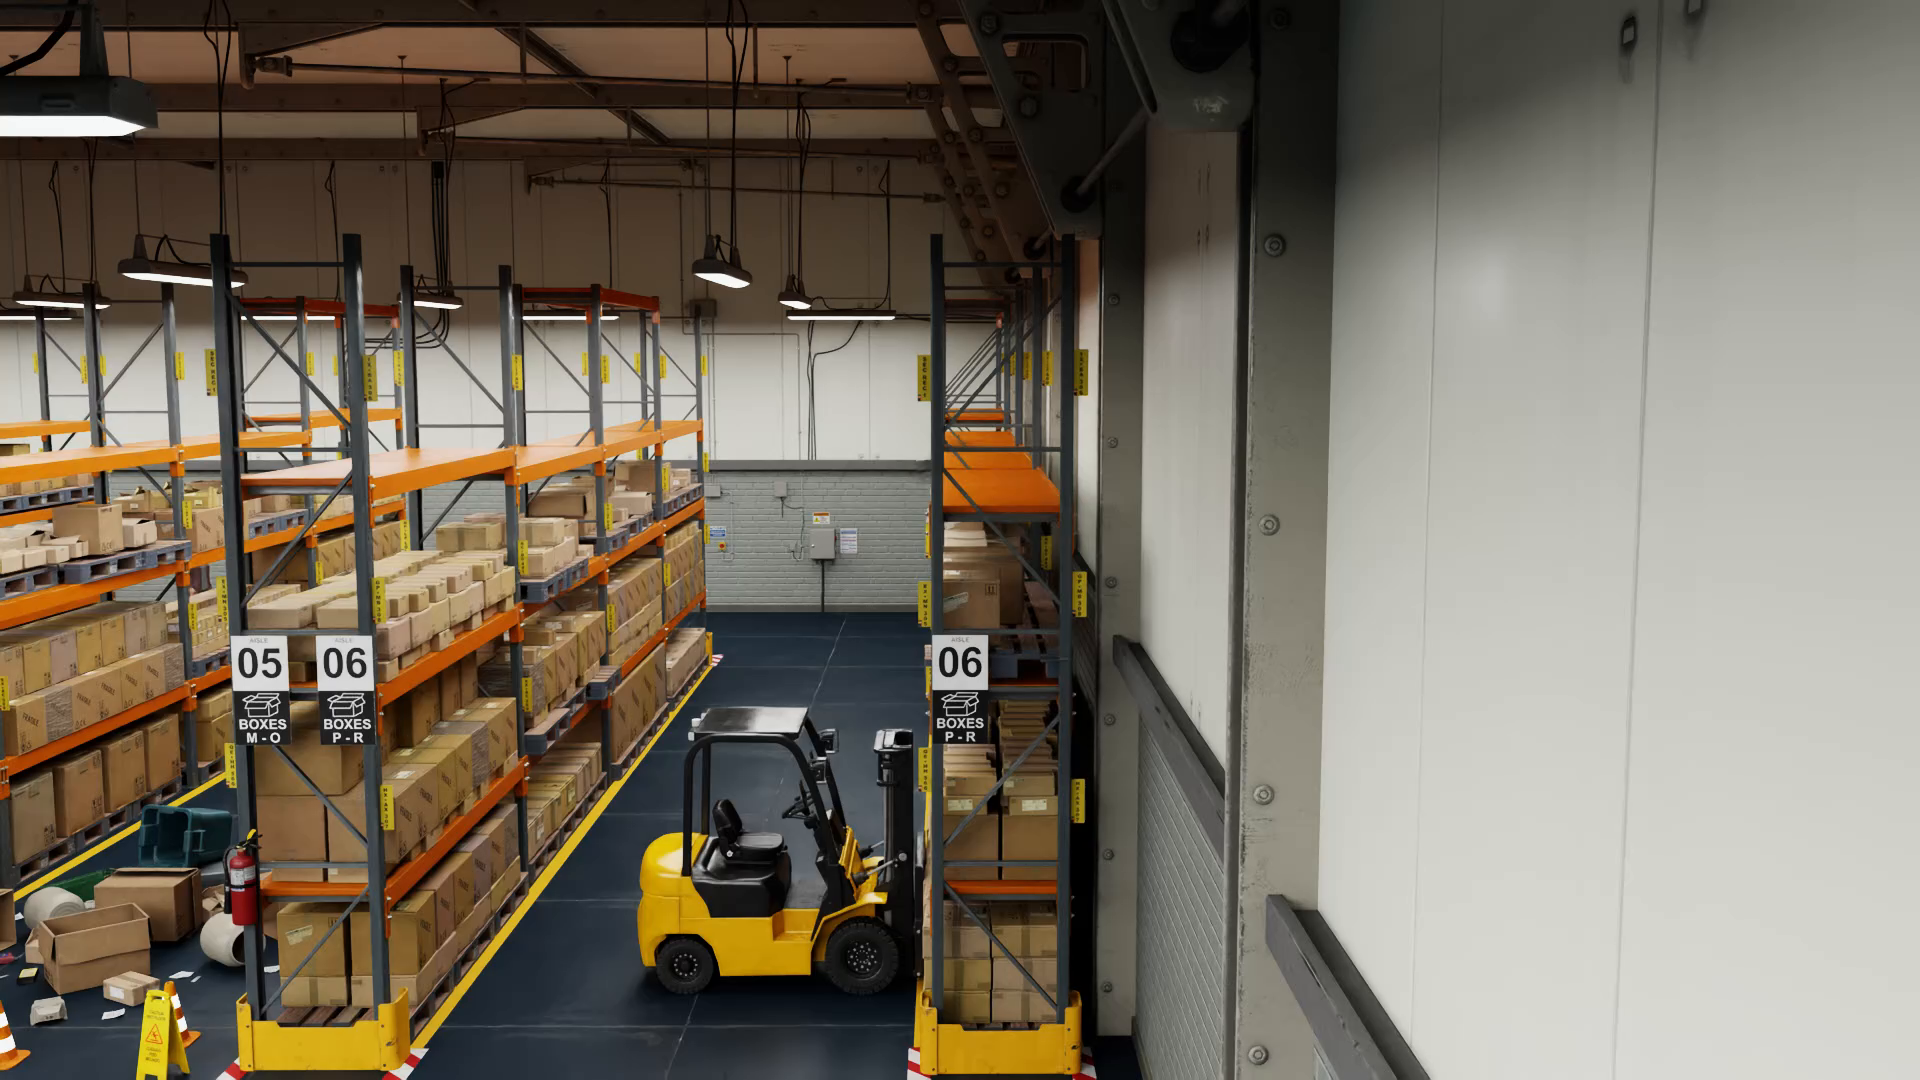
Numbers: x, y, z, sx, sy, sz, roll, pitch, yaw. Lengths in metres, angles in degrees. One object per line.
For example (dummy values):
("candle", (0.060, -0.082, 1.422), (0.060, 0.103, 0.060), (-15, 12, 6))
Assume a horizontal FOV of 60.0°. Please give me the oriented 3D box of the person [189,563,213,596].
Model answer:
("person", (-14.144, 0.885, 30.835), (1.047, 1.737, 0.593), (3, 7, 27))
